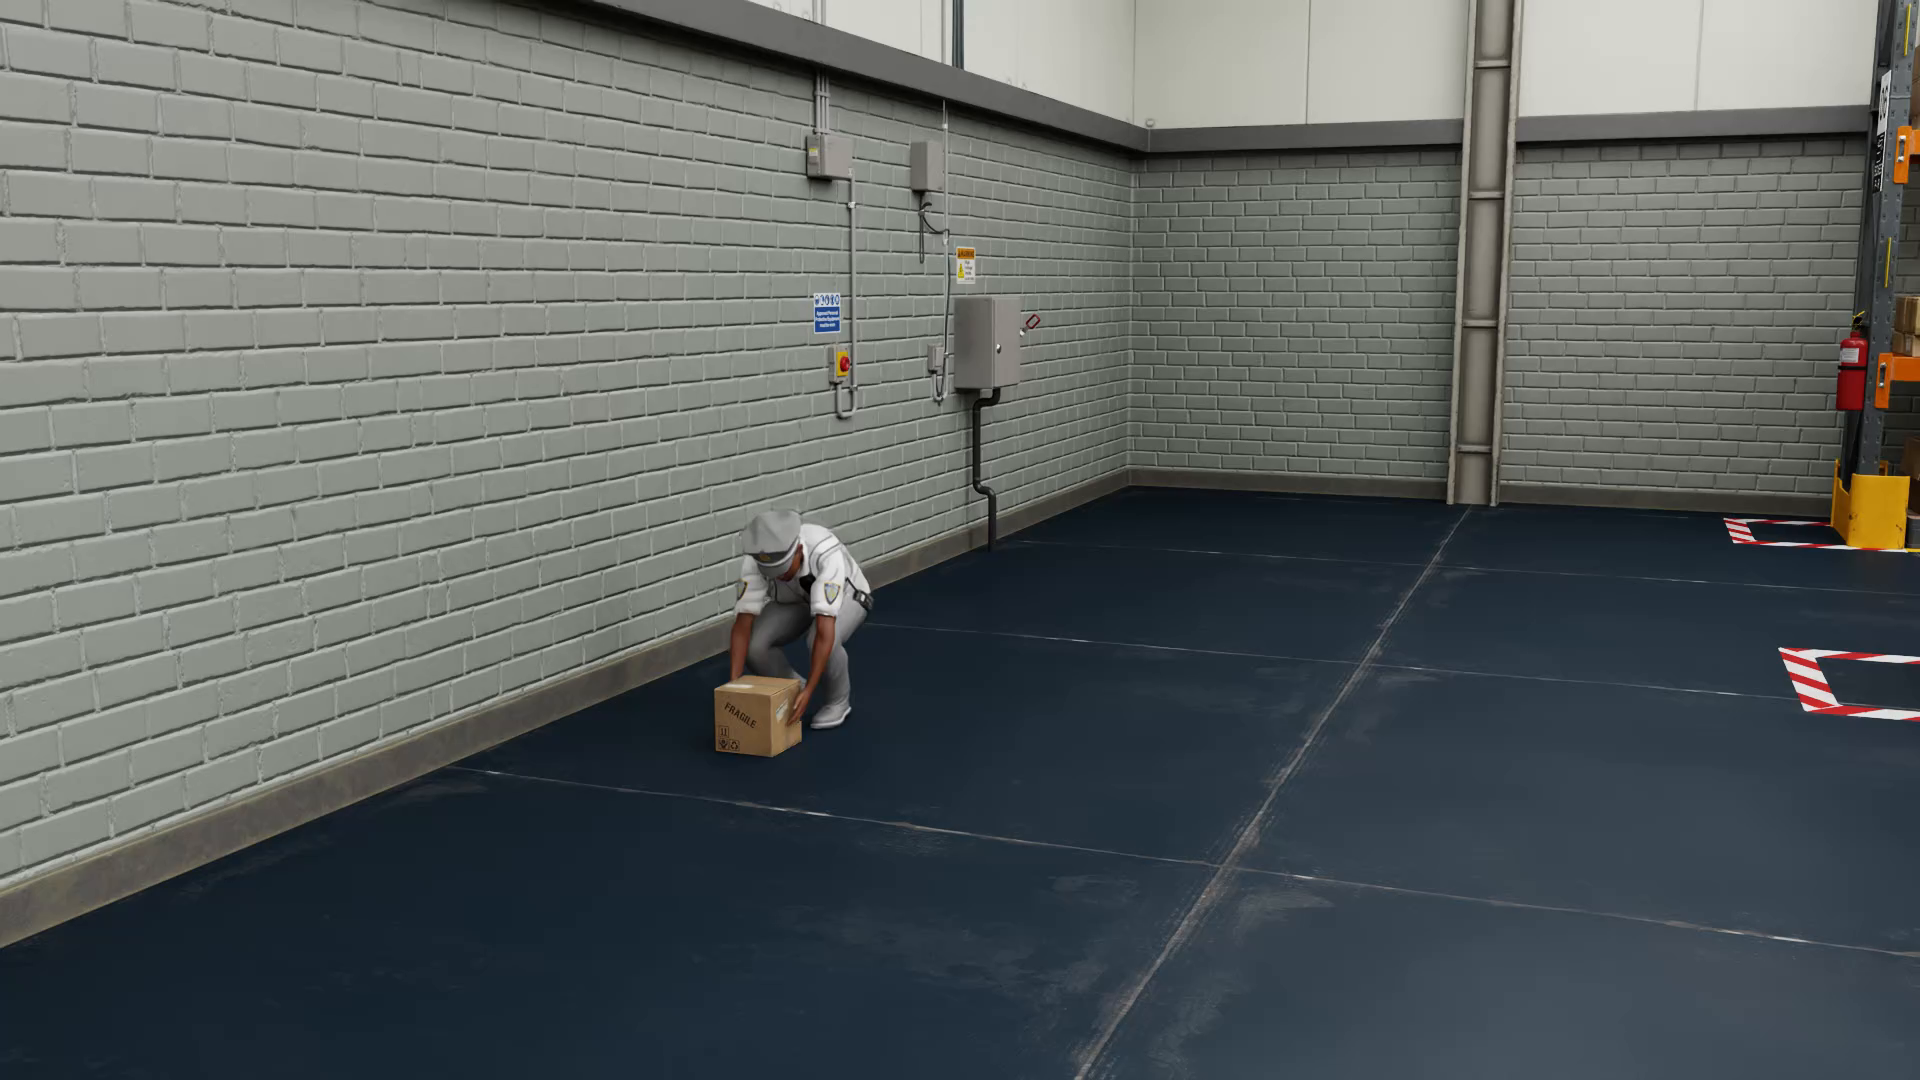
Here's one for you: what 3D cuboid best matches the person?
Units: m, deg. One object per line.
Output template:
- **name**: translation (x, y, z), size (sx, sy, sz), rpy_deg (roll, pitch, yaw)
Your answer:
- **person**: translation (-0.652, 0.308, 6.786), size (0.482, 0.930, 0.862), rpy_deg (3, 9, 21)
